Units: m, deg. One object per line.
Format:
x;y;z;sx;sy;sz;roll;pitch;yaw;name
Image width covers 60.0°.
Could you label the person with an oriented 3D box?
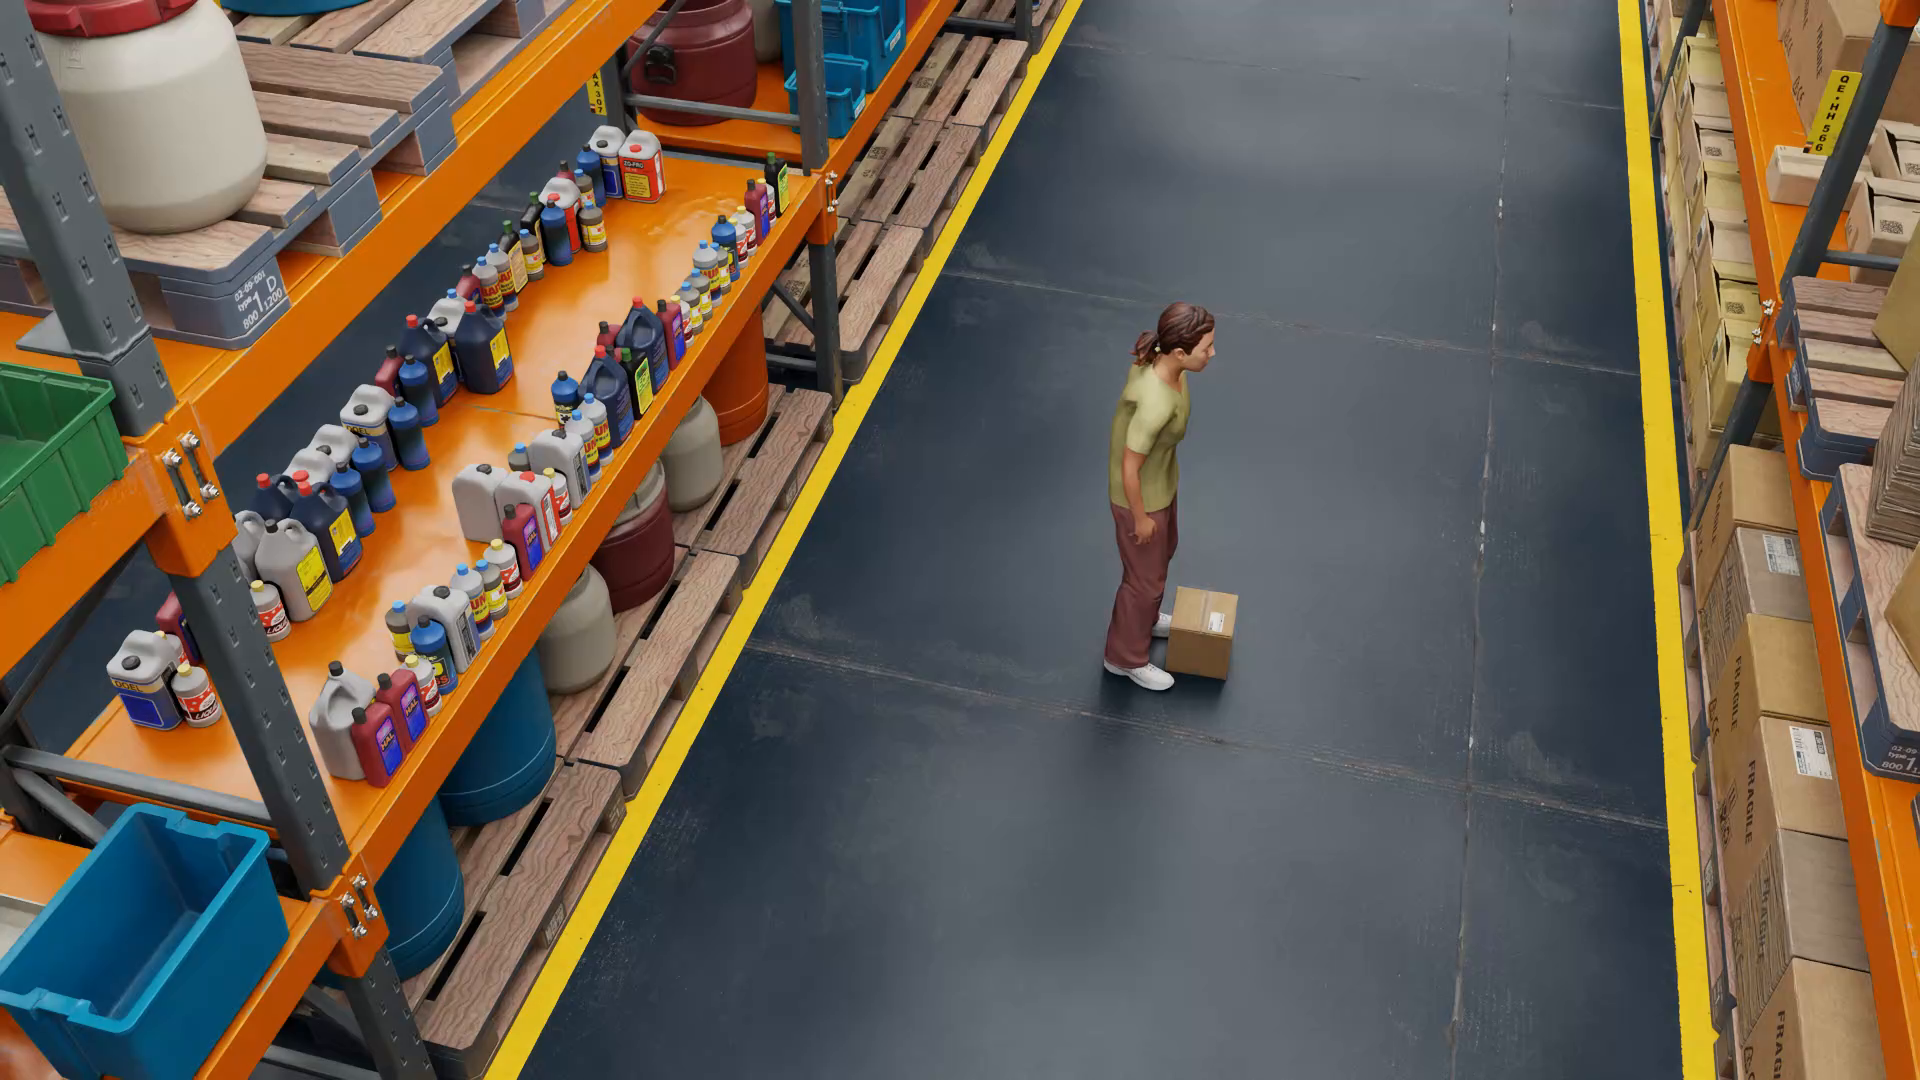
0.744;-0.187;6.374;0.360;1.672;0.497;10;42;11;person
